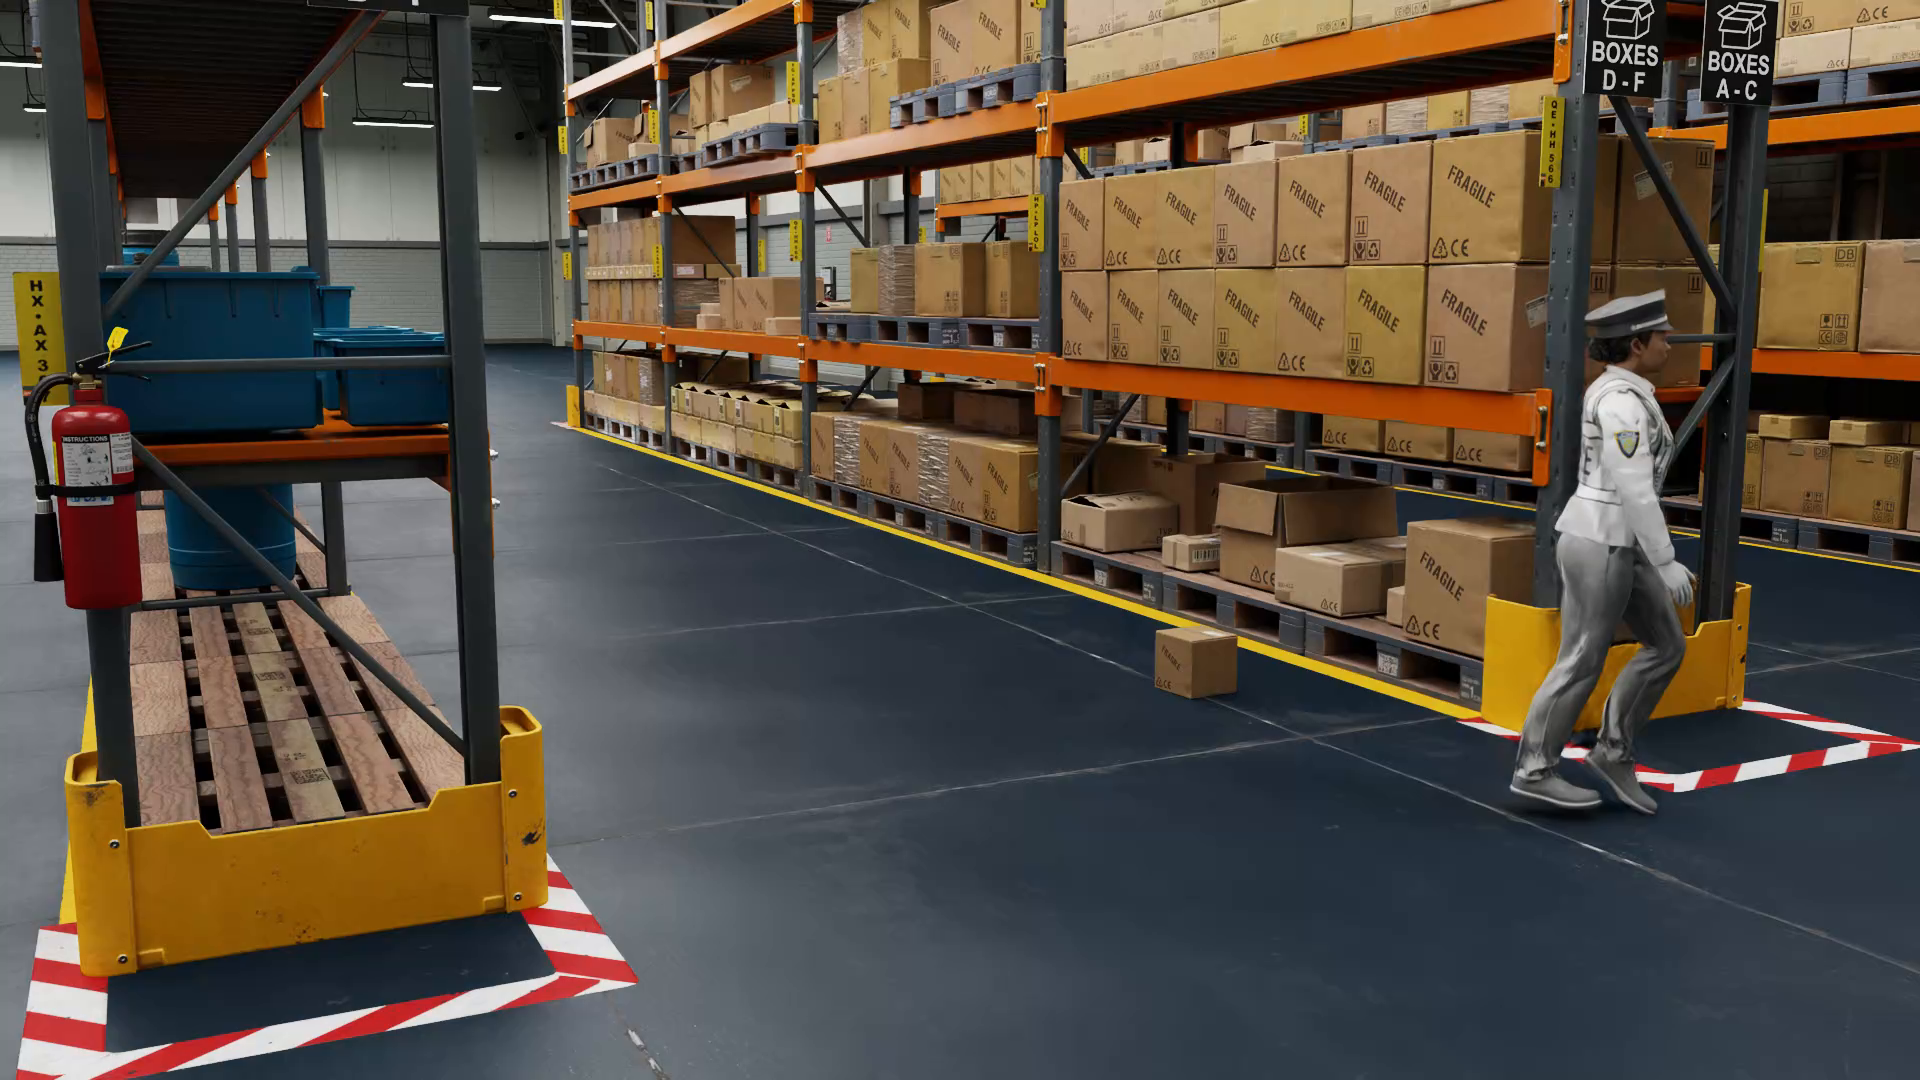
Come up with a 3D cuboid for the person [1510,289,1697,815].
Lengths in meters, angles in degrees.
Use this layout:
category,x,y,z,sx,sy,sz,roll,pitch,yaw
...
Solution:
category,x,y,z,sx,sy,sz,roll,pitch,yaw
person,2.089,0.059,5.362,0.532,1.717,0.536,3,9,17
